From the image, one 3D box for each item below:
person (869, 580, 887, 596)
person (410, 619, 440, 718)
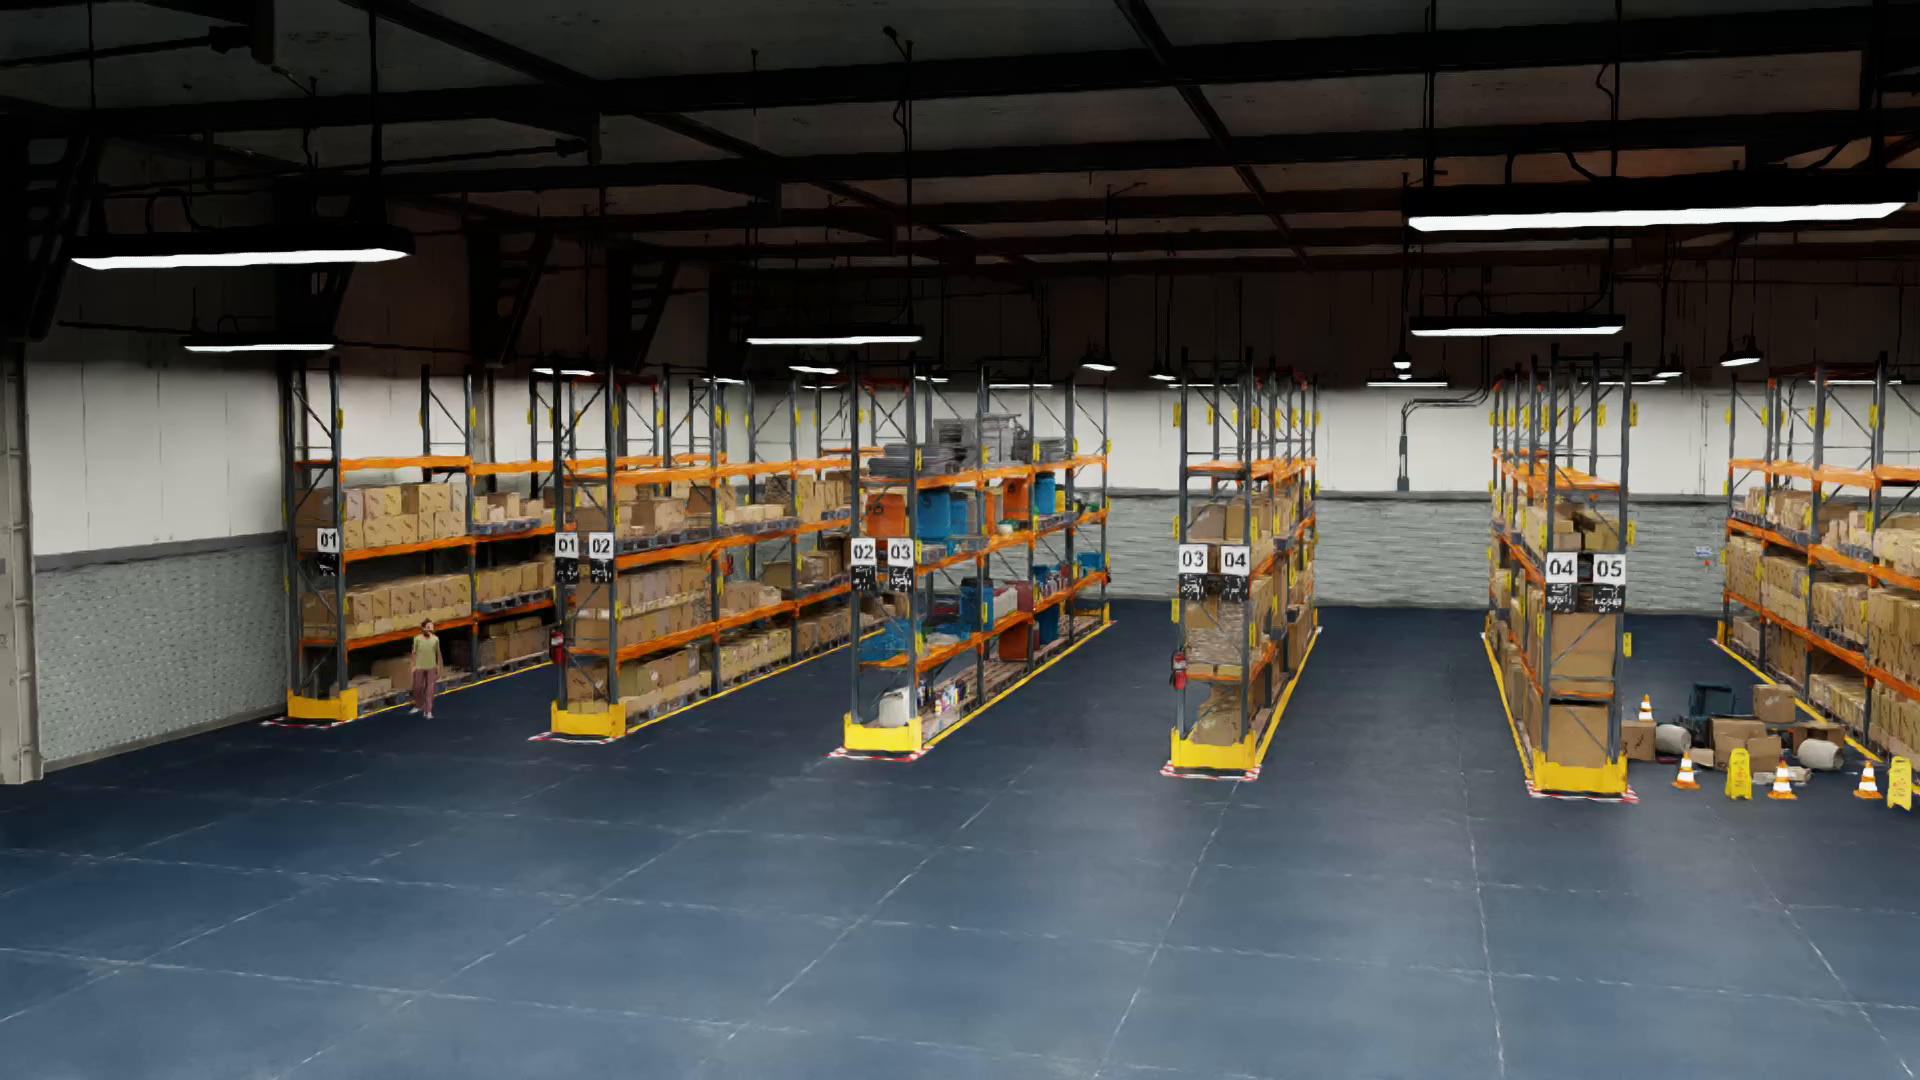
[{"bbox_3d":[-2.125,0.944,43.784,0.682,1.668,0.554,-3,5,-36],"label":"person"},{"bbox_3d":[-8.970,2.133,27.869,0.502,1.659,0.536,-2,4,-21],"label":"person"}]
